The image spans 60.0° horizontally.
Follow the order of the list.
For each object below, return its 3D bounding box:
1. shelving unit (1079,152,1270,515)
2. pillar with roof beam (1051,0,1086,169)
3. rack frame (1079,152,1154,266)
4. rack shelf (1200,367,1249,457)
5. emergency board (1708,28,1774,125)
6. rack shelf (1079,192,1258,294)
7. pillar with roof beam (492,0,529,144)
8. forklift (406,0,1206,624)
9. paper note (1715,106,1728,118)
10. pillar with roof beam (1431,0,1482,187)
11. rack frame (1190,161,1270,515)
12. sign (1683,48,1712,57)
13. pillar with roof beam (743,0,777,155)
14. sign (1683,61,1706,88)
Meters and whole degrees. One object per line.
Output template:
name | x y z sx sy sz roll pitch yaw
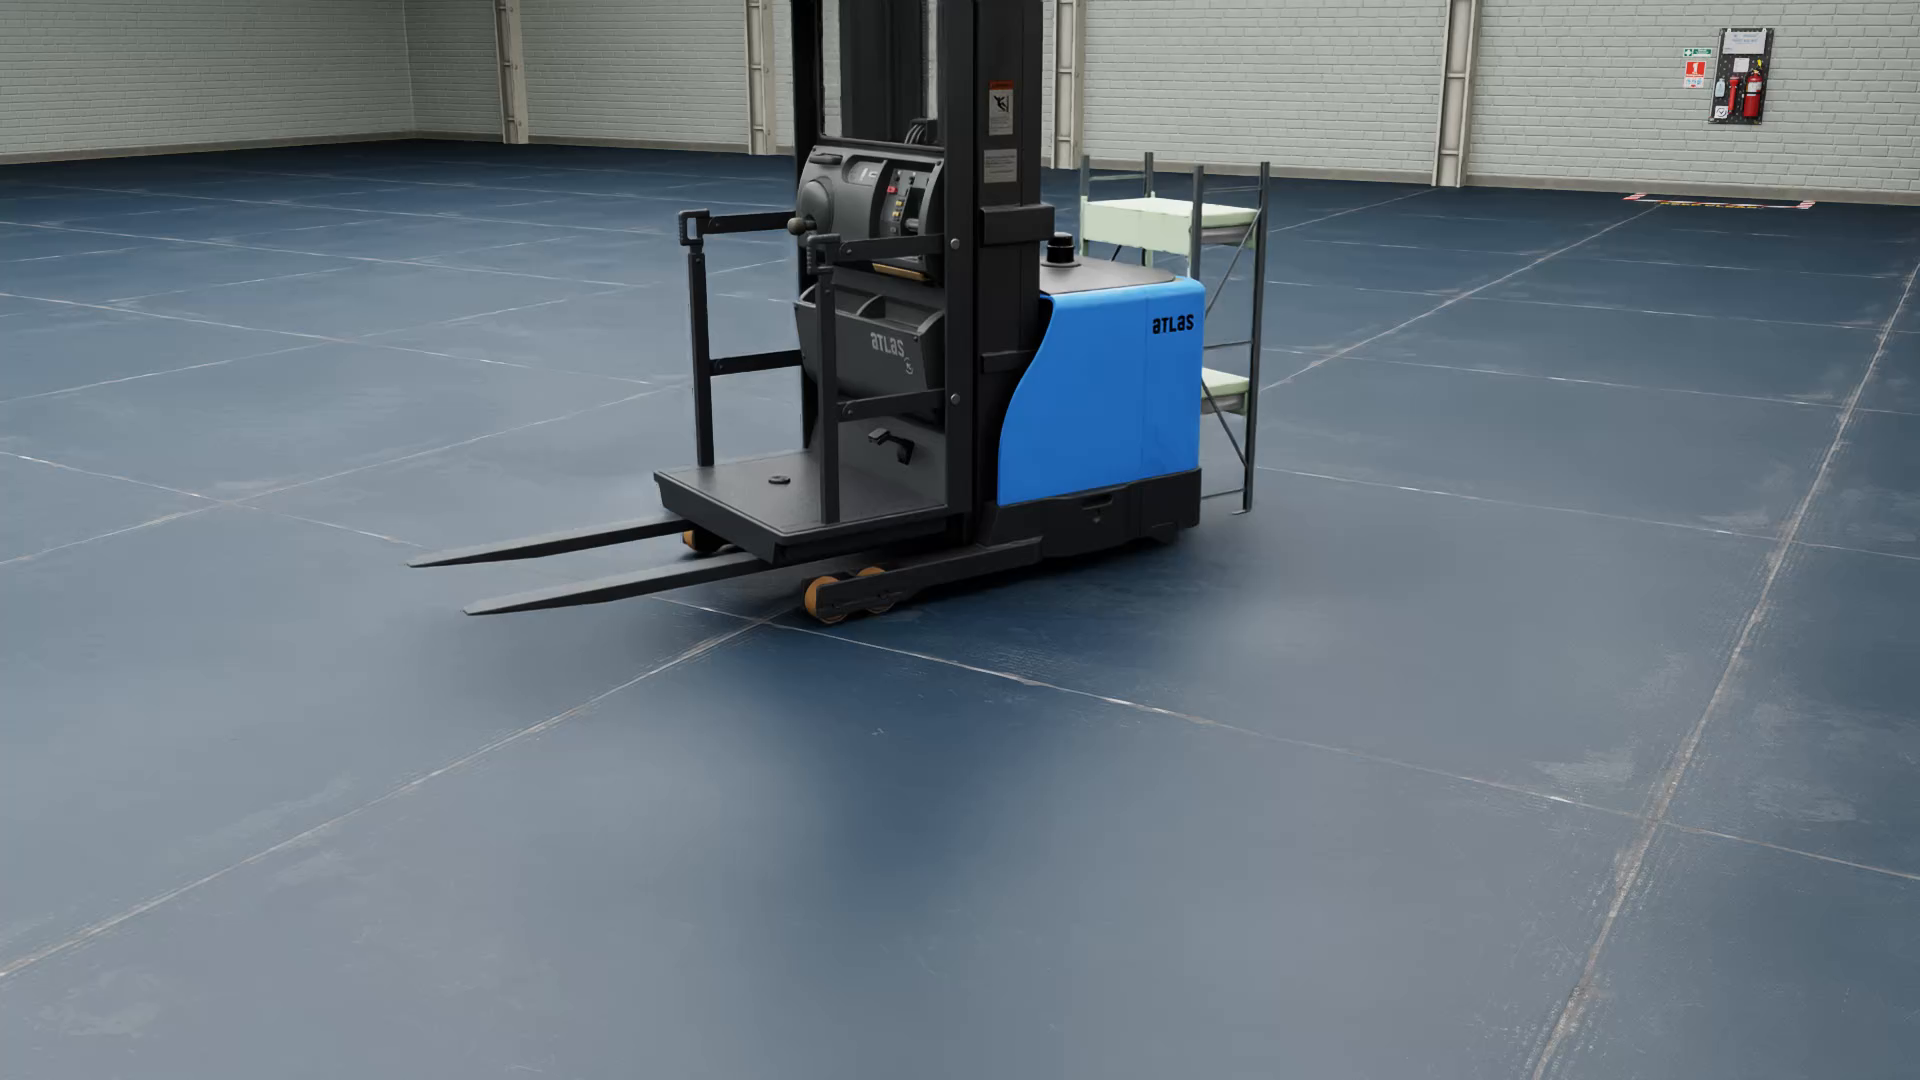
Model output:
shelving unit | 0.902 -0.900 7.262 0.431 1.500 0.755 -11 20 -33
pillar with roof beam | -0.585 -9.069 21.255 0.400 9.000 9.100 10 20 30
rack frame | 0.695 -0.987 7.551 0.400 1.500 0.023 -11 20 -33
rack shelf | 0.902 -0.588 7.357 0.431 0.370 0.720 -11 20 -33
emergency board | 9.808 -5.825 20.897 0.643 1.169 0.194 10 20 30
rack shelf | 0.902 -1.273 7.149 0.431 0.370 0.720 -11 20 -33
pillar with roof beam | -10.810 -10.895 27.264 0.400 9.000 9.100 10 20 30
forklift | -0.515 -1.280 6.051 3.031 2.935 1.130 -11 20 -33
paper note | 9.693 -5.448 21.170 0.142 0.148 0.016 10 20 30
pillar with roof beam | 4.528 -8.157 18.251 0.400 9.000 9.100 10 20 30
rack frame | 1.108 -0.812 6.973 0.400 1.500 0.023 -11 20 -33
sign | 9.390 -6.202 21.166 0.331 0.109 0.001 10 20 30
pillar with roof beam | -5.698 -9.982 24.260 0.400 9.000 9.100 10 20 30
sign | 9.391 -5.952 21.253 0.234 0.329 0.001 10 20 30
